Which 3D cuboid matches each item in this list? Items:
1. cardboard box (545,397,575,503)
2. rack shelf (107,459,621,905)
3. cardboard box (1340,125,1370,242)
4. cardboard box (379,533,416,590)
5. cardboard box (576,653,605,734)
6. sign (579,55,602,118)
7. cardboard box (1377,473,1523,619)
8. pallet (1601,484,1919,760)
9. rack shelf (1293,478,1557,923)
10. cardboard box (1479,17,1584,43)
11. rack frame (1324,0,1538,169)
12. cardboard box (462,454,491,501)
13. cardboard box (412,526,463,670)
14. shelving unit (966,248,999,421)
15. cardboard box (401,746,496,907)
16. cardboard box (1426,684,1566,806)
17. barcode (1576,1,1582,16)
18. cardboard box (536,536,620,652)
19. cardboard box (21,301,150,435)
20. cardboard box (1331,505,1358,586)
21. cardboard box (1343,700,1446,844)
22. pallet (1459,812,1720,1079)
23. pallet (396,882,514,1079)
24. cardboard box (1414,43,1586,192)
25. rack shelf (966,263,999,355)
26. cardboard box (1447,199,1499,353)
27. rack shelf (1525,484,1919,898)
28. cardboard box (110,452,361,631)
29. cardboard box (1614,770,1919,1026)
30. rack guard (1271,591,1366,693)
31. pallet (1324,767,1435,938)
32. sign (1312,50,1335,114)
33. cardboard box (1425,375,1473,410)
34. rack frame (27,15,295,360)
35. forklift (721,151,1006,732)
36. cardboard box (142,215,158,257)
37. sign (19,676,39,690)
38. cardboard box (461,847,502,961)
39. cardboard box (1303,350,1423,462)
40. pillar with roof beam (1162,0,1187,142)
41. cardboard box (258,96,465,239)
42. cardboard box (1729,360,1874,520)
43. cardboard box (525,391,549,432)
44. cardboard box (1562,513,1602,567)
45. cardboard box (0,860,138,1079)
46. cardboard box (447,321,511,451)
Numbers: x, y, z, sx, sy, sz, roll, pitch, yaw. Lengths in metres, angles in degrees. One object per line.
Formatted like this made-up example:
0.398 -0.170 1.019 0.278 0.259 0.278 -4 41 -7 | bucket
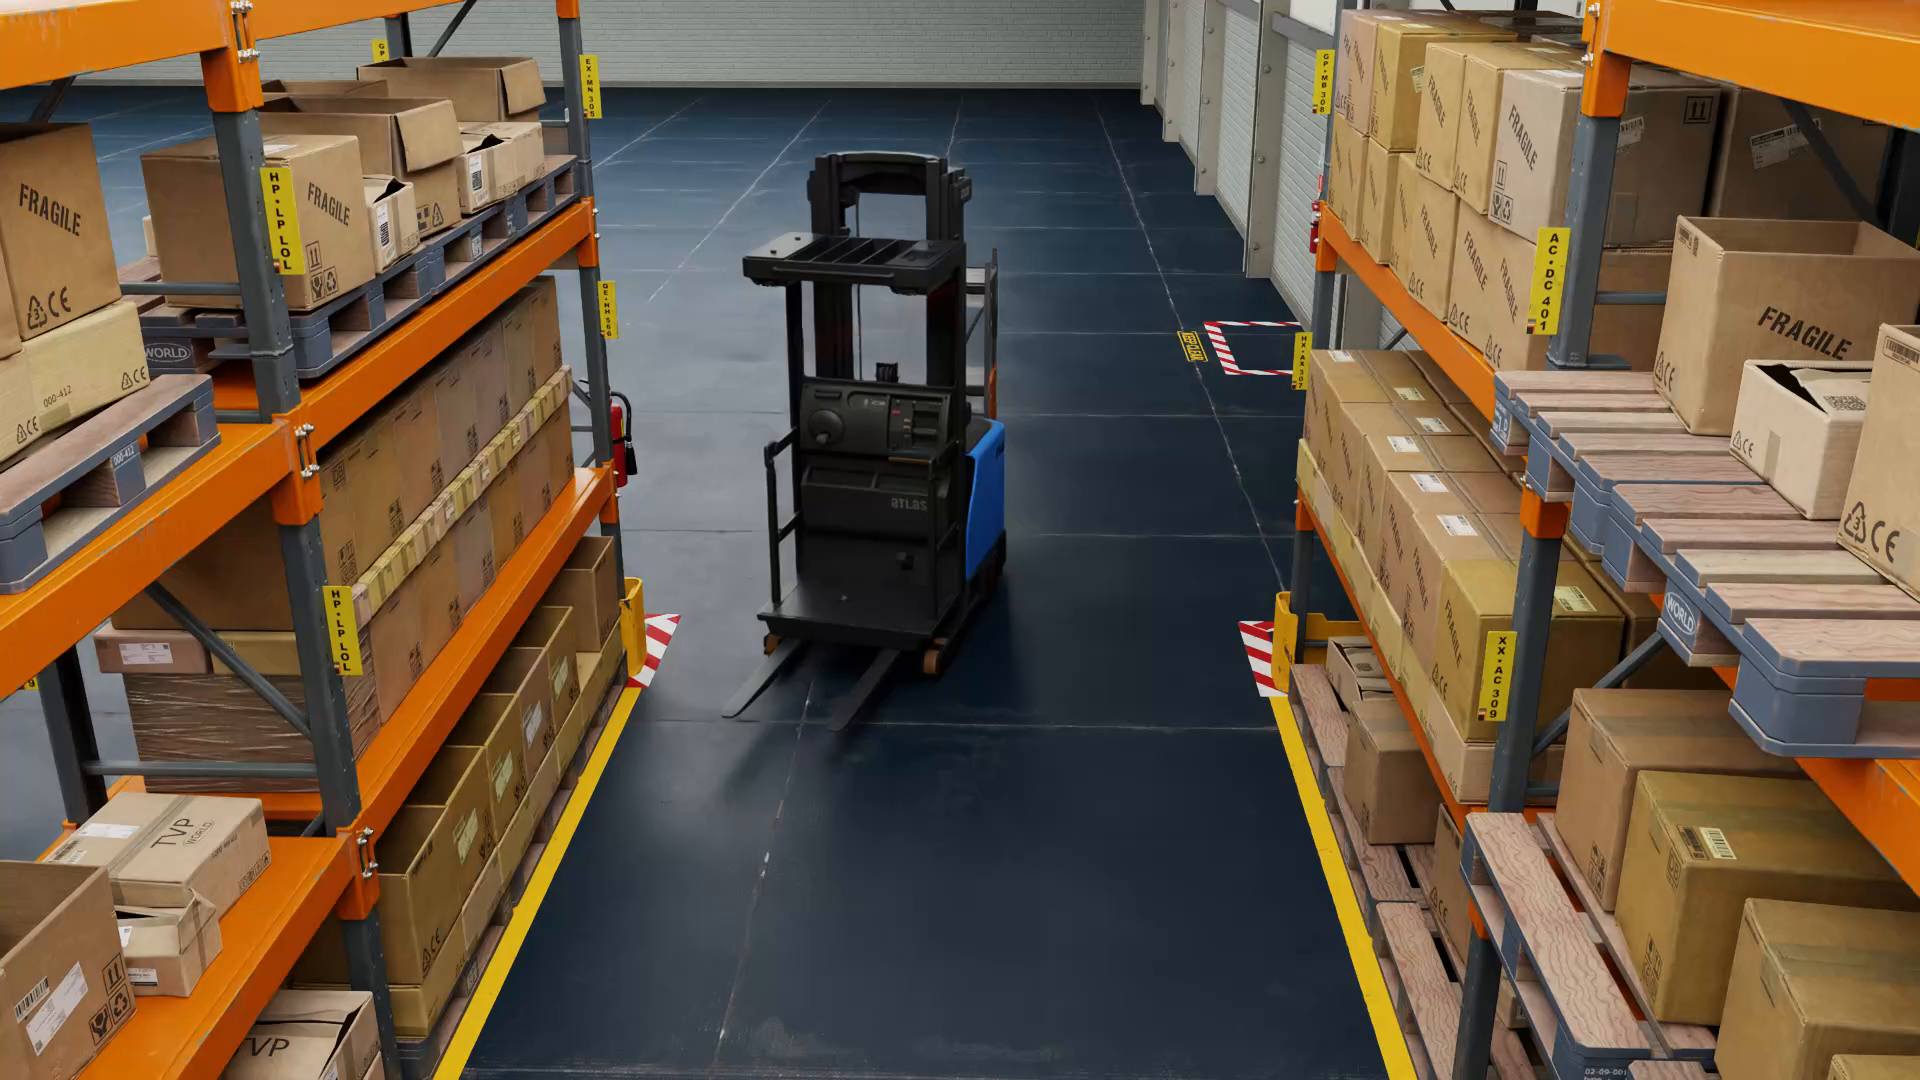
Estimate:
-2.530 -0.517 9.077 0.700 0.500 0.500 1 21 2 | cardboard box
-2.564 0.419 7.796 1.077 0.370 4.000 1 21 2 | rack shelf
2.137 -1.728 8.024 0.500 0.500 0.500 2 21 5 | cardboard box
-2.402 0.084 6.631 0.380 0.149 0.250 0 21 1 | cardboard box
-2.227 0.825 8.977 0.500 0.250 0.500 1 21 2 | cardboard box
-1.961 -2.403 8.813 0.100 0.325 0.005 1 21 2 | sign
2.068 0.034 6.937 0.500 0.500 0.500 0 21 0 | cardboard box
2.173 0.146 3.618 1.213 0.211 1.003 1 21 2 | pallet
2.388 0.472 7.659 1.077 0.370 4.000 1 21 2 | rack shelf
2.691 -2.150 7.730 0.500 0.500 0.500 2 21 5 | cardboard box
2.449 -3.383 8.308 1.000 3.000 0.127 1 21 2 | rack frame
-2.369 -0.287 7.587 0.380 0.149 0.250 0 21 1 | cardboard box
-2.588 0.228 7.157 0.700 0.500 0.500 1 21 2 | cardboard box
0.028 -0.938 11.543 0.431 2.100 0.503 2 21 6 | shelving unit
-2.290 1.198 6.977 0.500 0.500 0.500 1 21 2 | cardboard box
2.039 0.746 6.139 0.500 0.250 0.500 1 21 2 | cardboard box
2.927 -2.515 7.867 0.001 0.075 0.075 1 21 2 | barcode
-2.222 0.294 9.307 0.500 0.500 0.500 1 21 2 | cardboard box
-2.653 -0.495 4.637 0.500 0.250 0.500 3 21 7 | cardboard box
2.094 0.019 8.012 0.500 0.250 0.500 0 21 1 | cardboard box
2.248 1.094 7.910 0.700 0.500 0.500 -1 21 -2 | cardboard box
2.158 1.224 4.992 1.003 0.211 1.213 1 21 2 | pallet
-2.558 1.820 7.047 1.003 0.211 1.213 1 21 2 | pallet
2.083 -1.632 6.393 0.500 0.500 0.500 0 21 0 | cardboard box
0.028 -1.578 11.295 0.431 0.518 0.480 2 21 6 | rack shelf
2.124 -0.962 6.050 0.500 0.500 0.500 -1 21 -3 | cardboard box
2.266 0.520 3.389 1.077 0.370 4.000 1 21 2 | rack shelf
-2.617 -0.005 5.963 0.700 0.500 0.500 1 21 2 | cardboard box
2.253 0.994 4.574 0.700 0.500 0.500 3 21 7 | cardboard box
2.446 0.607 9.774 1.175 0.500 0.348 1 21 2 | rack guard
2.347 1.475 7.936 1.003 0.211 1.213 1 21 2 | pallet
1.906 -2.398 8.707 0.100 0.325 0.005 1 21 2 | sign
2.622 -0.520 8.367 0.500 0.500 0.500 1 21 2 | cardboard box
-2.624 -1.990 4.717 1.000 3.000 0.127 1 21 2 | rack frame
-0.567 -0.705 9.794 1.130 2.935 3.031 6 22 14 | forklift
-2.861 -1.174 6.336 0.380 0.149 0.250 1 21 2 | cardboard box
-3.179 0.361 5.646 0.100 0.325 0.005 1 21 2 | sign
-2.287 1.548 7.113 0.500 0.250 0.500 1 21 2 | cardboard box
2.134 -0.706 8.844 0.500 0.500 0.500 1 21 2 | cardboard box
-0.281 -11.845 30.117 9.100 9.000 0.400 1 21 2 | pillar with roof beam
-2.448 -1.495 6.671 0.797 0.503 0.637 3 21 8 | cardboard box
2.212 -0.273 3.982 0.500 0.311 0.500 1 21 3 | cardboard box
-2.338 -0.661 8.551 0.380 0.149 0.250 0 21 1 | cardboard box
2.570 0.217 6.467 0.500 0.500 0.500 1 21 1 | cardboard box
-2.680 1.228 4.578 0.500 0.500 0.500 2 21 6 | cardboard box
-2.556 -0.730 7.833 0.700 0.500 0.500 1 21 2 | cardboard box
